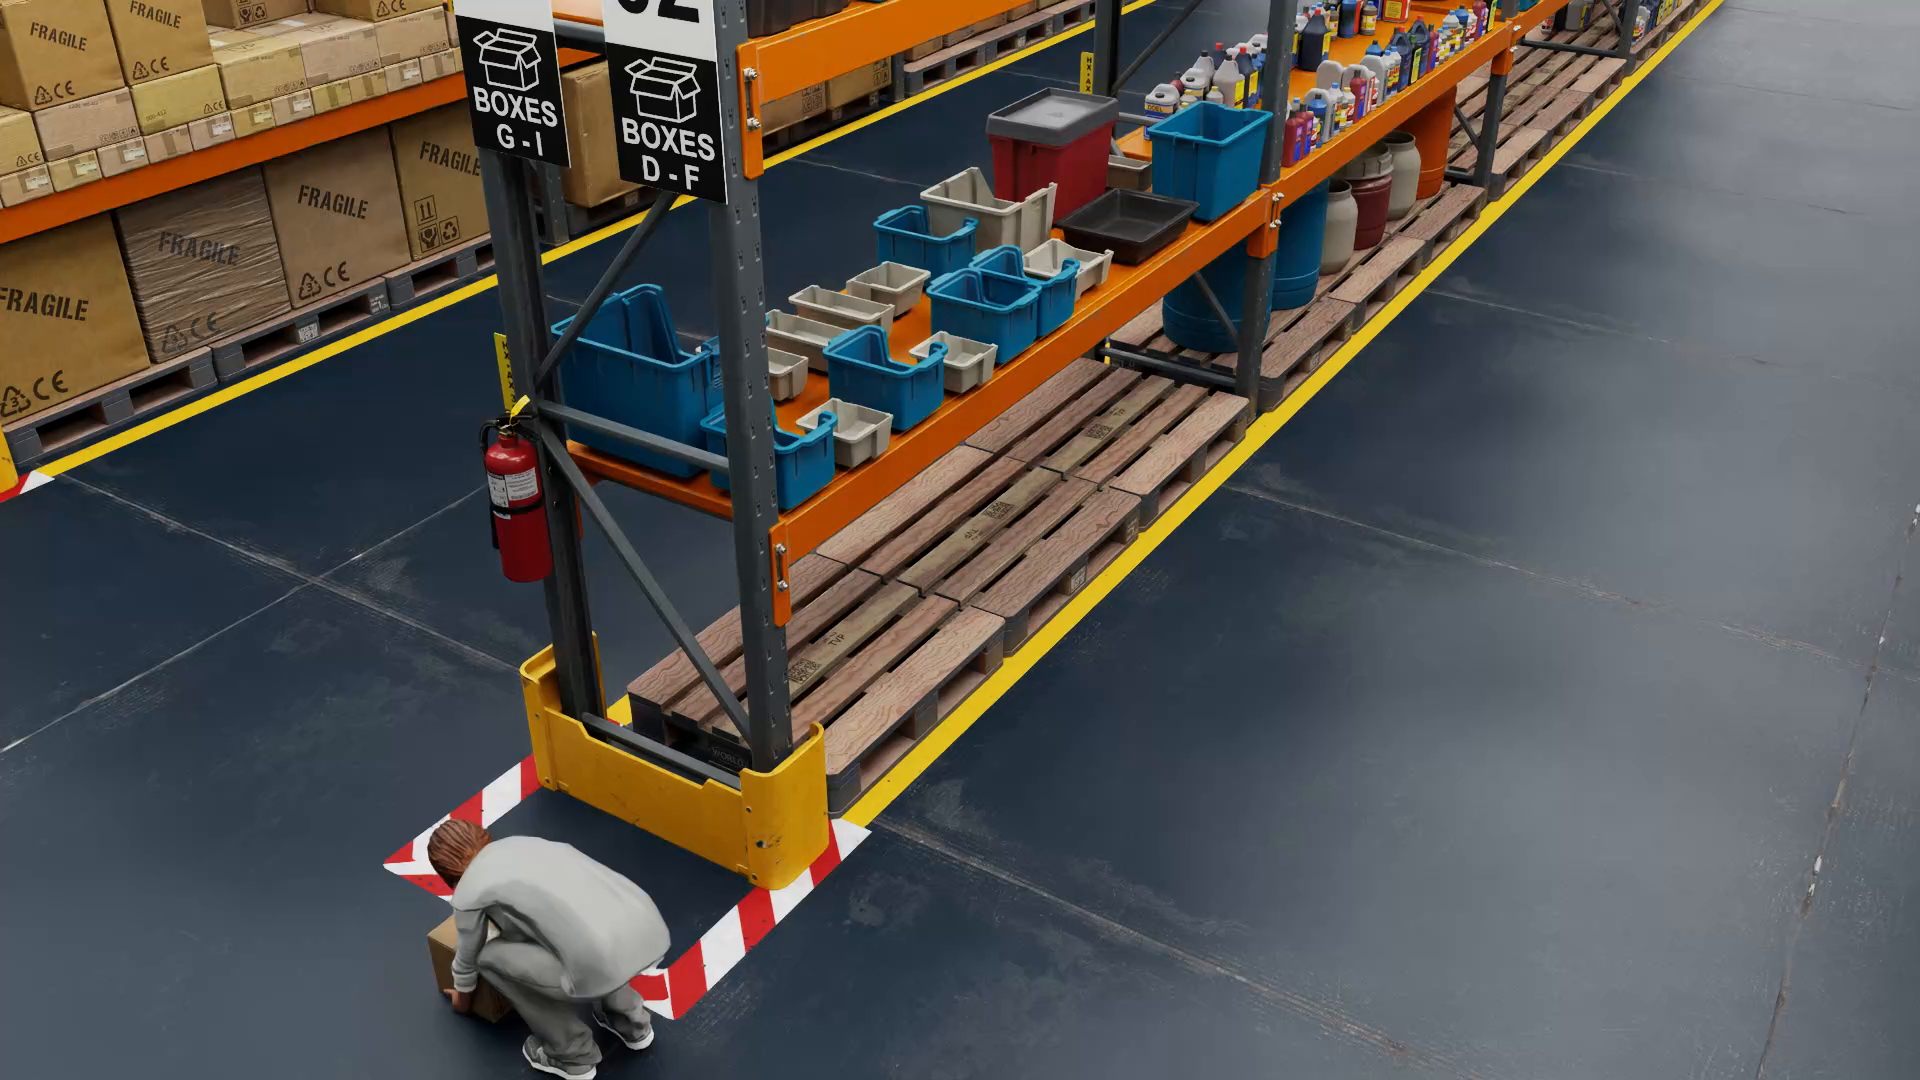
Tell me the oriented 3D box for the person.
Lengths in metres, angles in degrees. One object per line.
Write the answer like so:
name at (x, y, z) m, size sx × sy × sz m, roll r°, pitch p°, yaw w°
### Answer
person at (-1.245, 1.242, 5.030) m, size 0.858 × 0.692 × 0.414 m, roll 21°, pitch 37°, yaw 31°
